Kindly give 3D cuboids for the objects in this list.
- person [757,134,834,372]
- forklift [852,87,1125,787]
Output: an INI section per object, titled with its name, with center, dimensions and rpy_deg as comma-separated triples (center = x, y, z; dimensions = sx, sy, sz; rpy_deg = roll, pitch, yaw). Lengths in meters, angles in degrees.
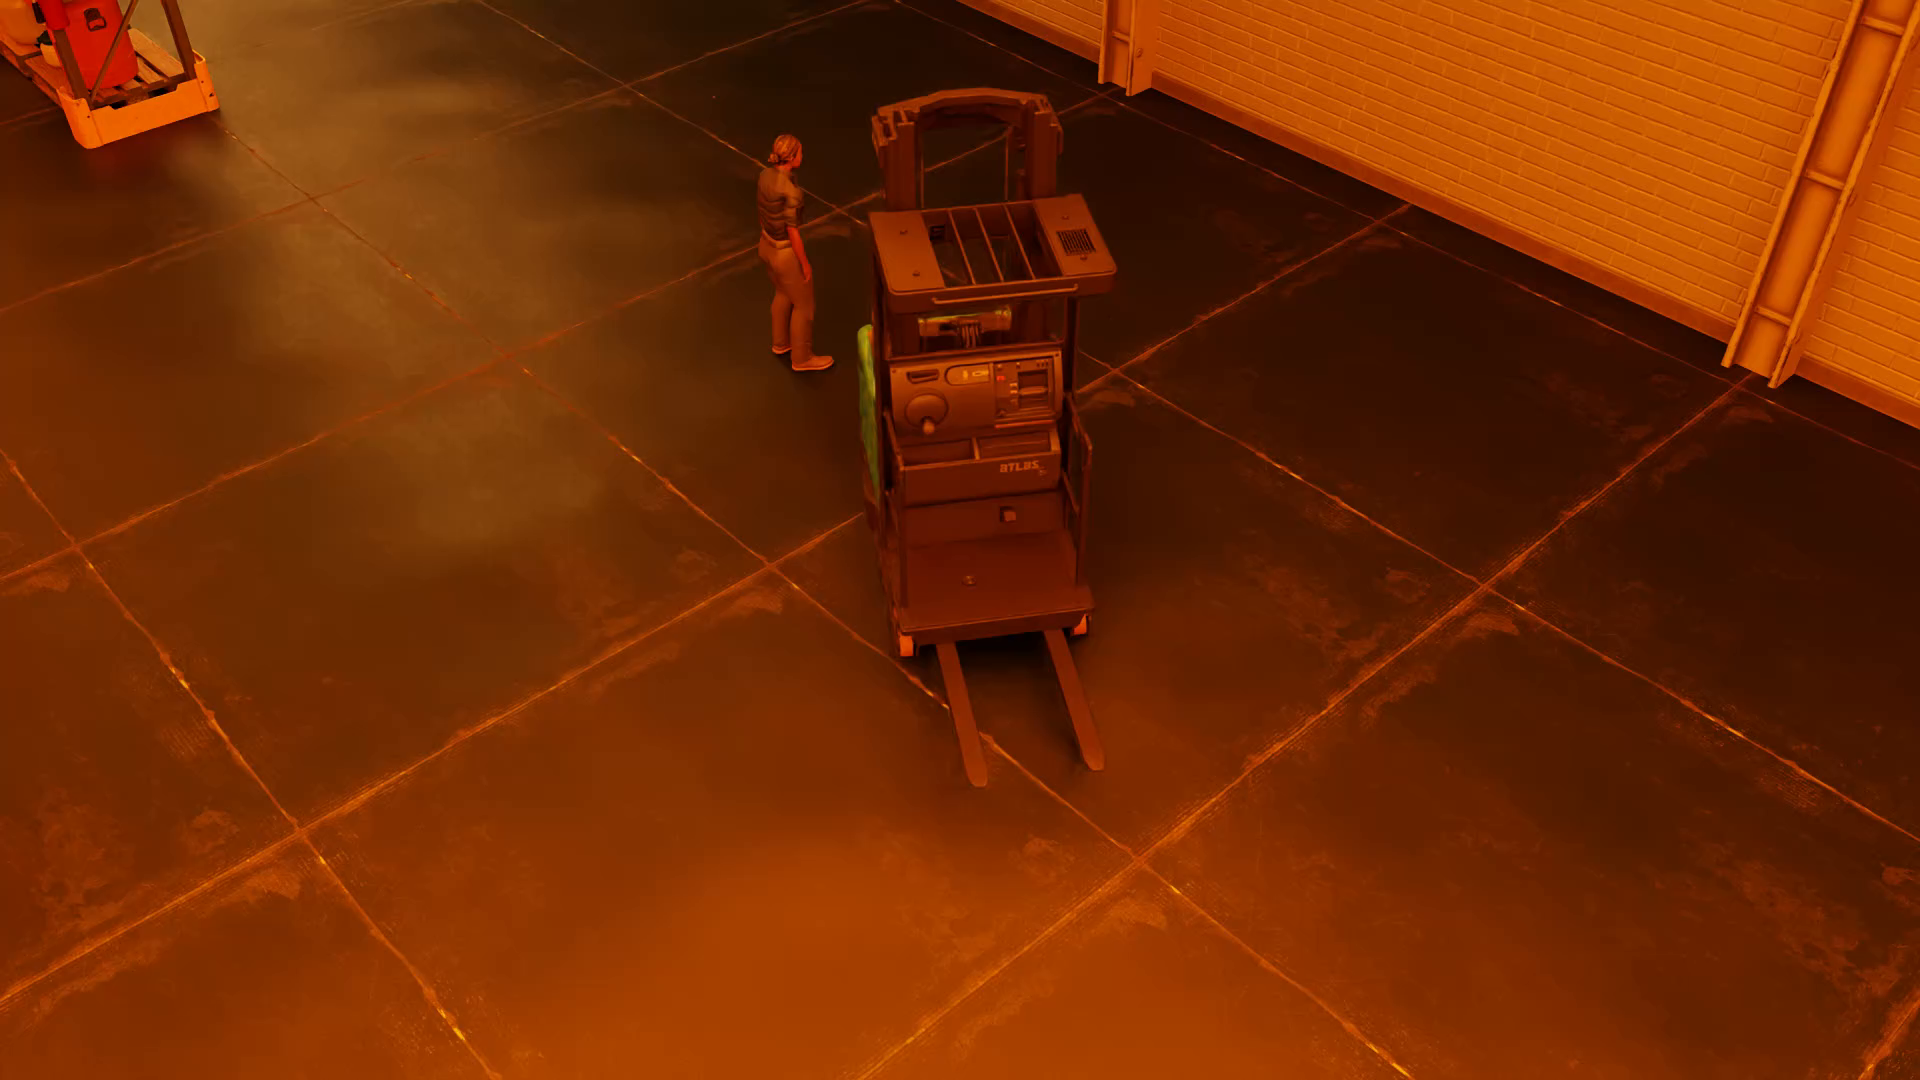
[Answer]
[person]
center = -1.144, -1.916, 11.108
dimensions = 0.348, 1.653, 0.523
rpy_deg = -24, 46, -25
[forklift]
center = 0.158, -0.712, 8.734
dimensions = 1.130, 2.935, 3.031
rpy_deg = -8, 42, -10
